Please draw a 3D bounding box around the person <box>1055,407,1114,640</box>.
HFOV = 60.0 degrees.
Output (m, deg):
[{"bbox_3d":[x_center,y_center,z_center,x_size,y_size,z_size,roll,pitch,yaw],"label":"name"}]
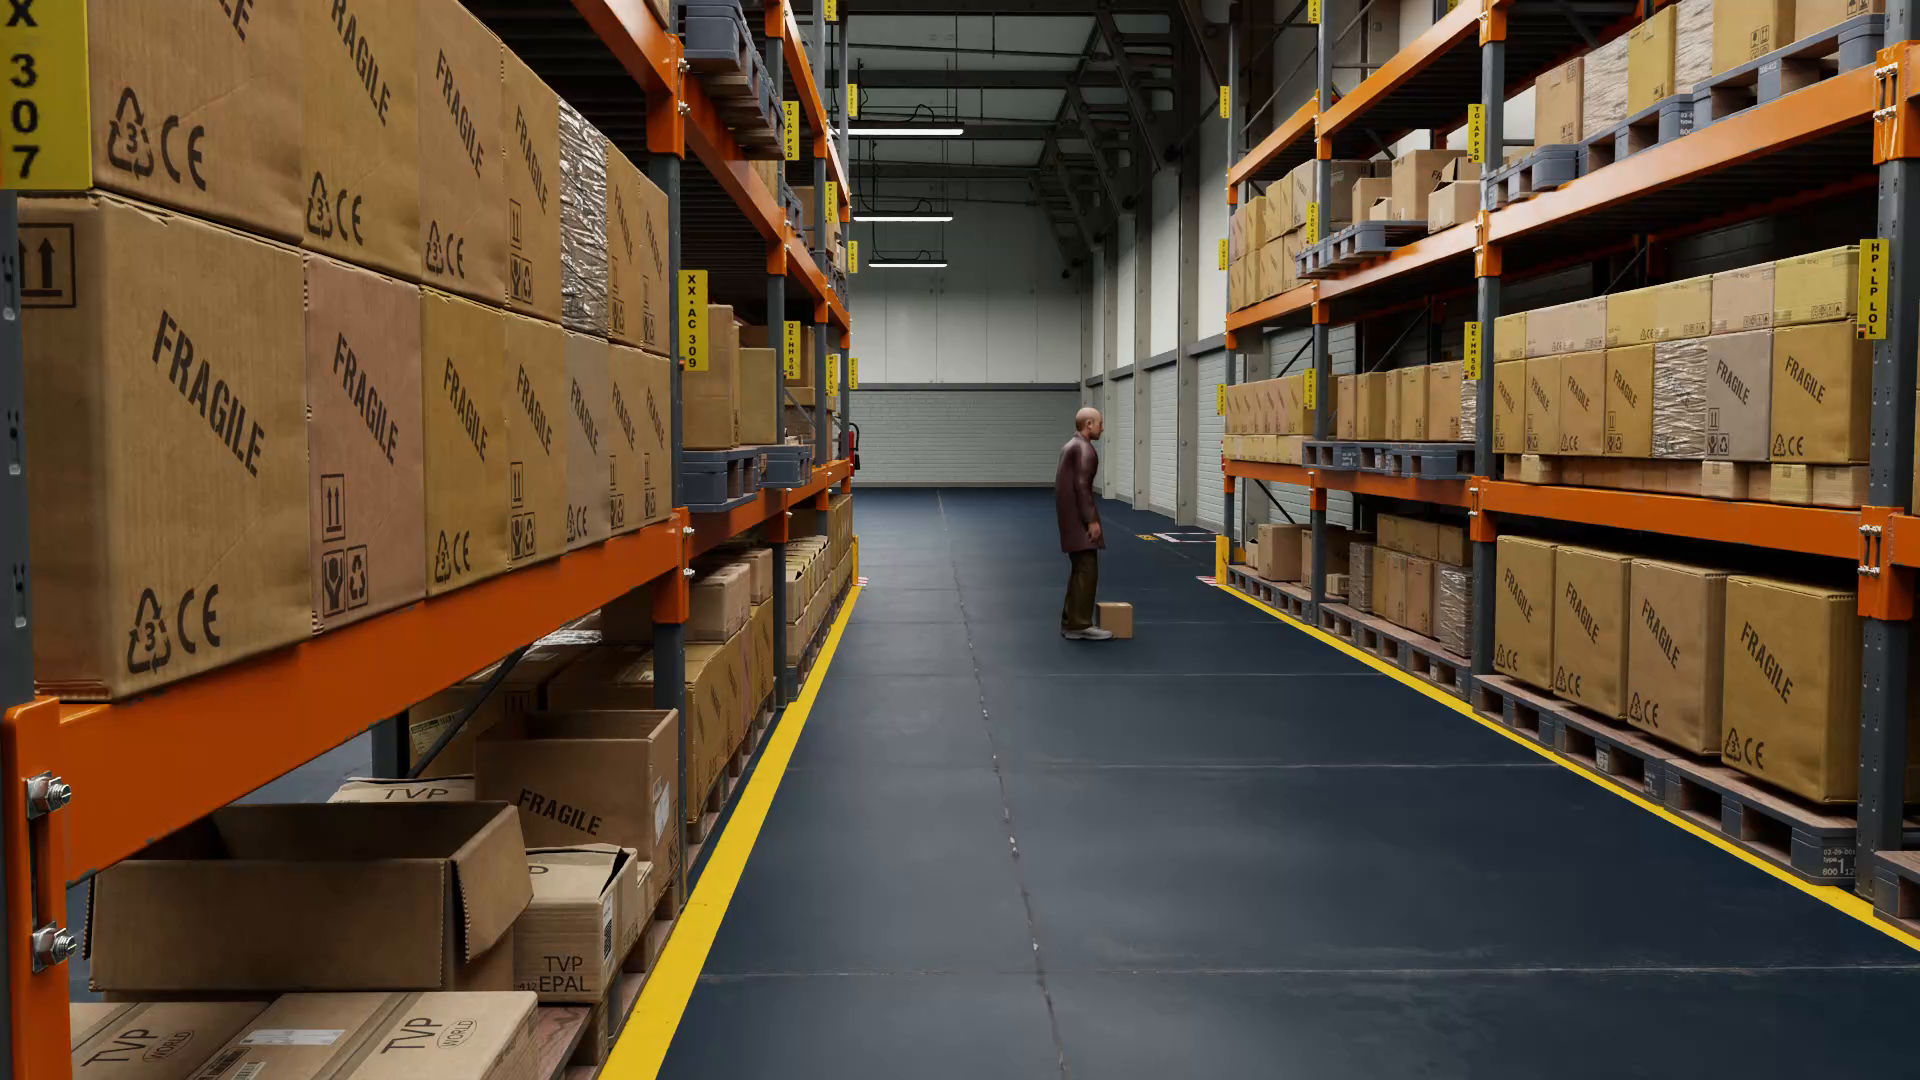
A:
[{"bbox_3d":[0.948,-0.137,12.857,0.424,1.773,0.653,0,4,-5],"label":"person"}]
